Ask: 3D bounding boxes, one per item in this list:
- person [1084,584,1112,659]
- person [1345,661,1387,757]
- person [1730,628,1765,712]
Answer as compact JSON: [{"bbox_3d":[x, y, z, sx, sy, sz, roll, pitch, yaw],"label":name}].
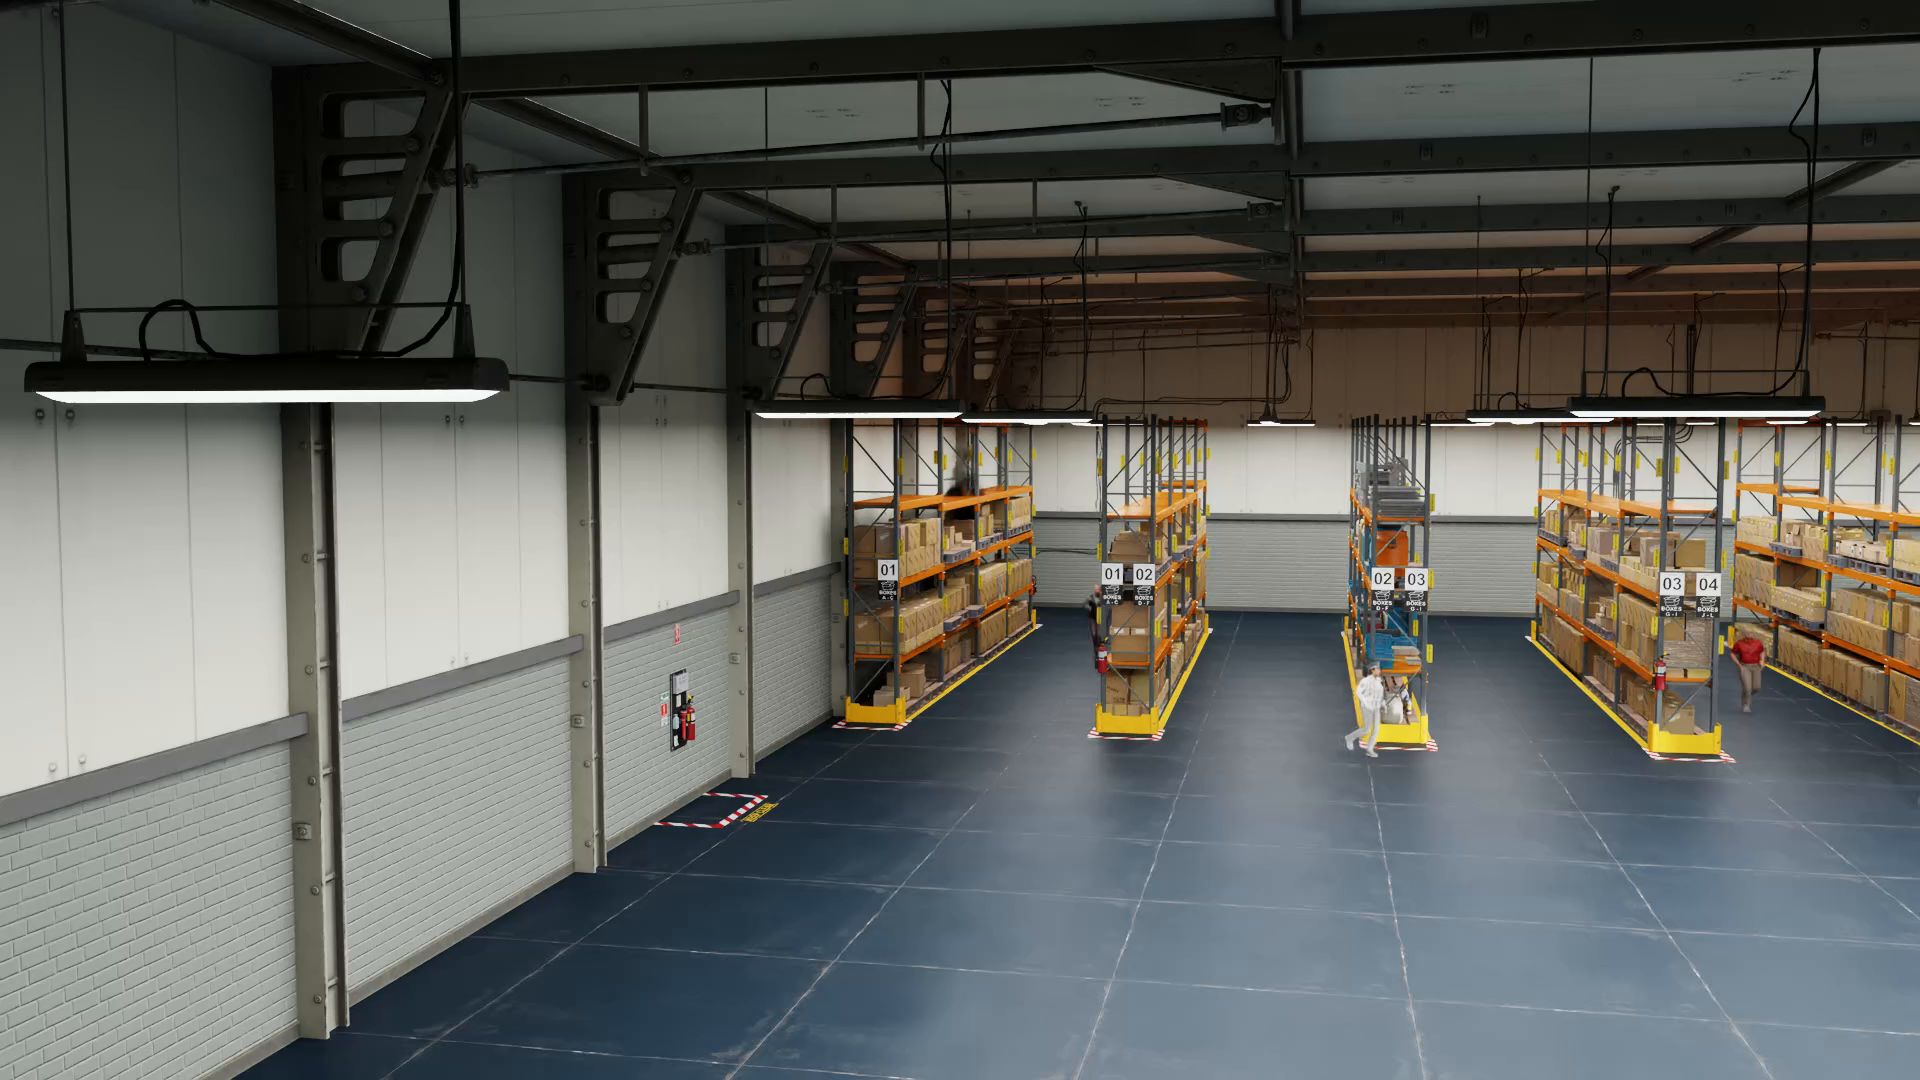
[{"bbox_3d":[3.329,1.983,40.285,0.651,1.807,0.689,1,4,12],"label":"person"},{"bbox_3d":[7.246,2.948,29.288,0.671,1.633,0.696,-2,5,-33],"label":"person"},{"bbox_3d":[16.053,2.632,33.877,0.660,1.698,0.569,1,4,8],"label":"person"}]
